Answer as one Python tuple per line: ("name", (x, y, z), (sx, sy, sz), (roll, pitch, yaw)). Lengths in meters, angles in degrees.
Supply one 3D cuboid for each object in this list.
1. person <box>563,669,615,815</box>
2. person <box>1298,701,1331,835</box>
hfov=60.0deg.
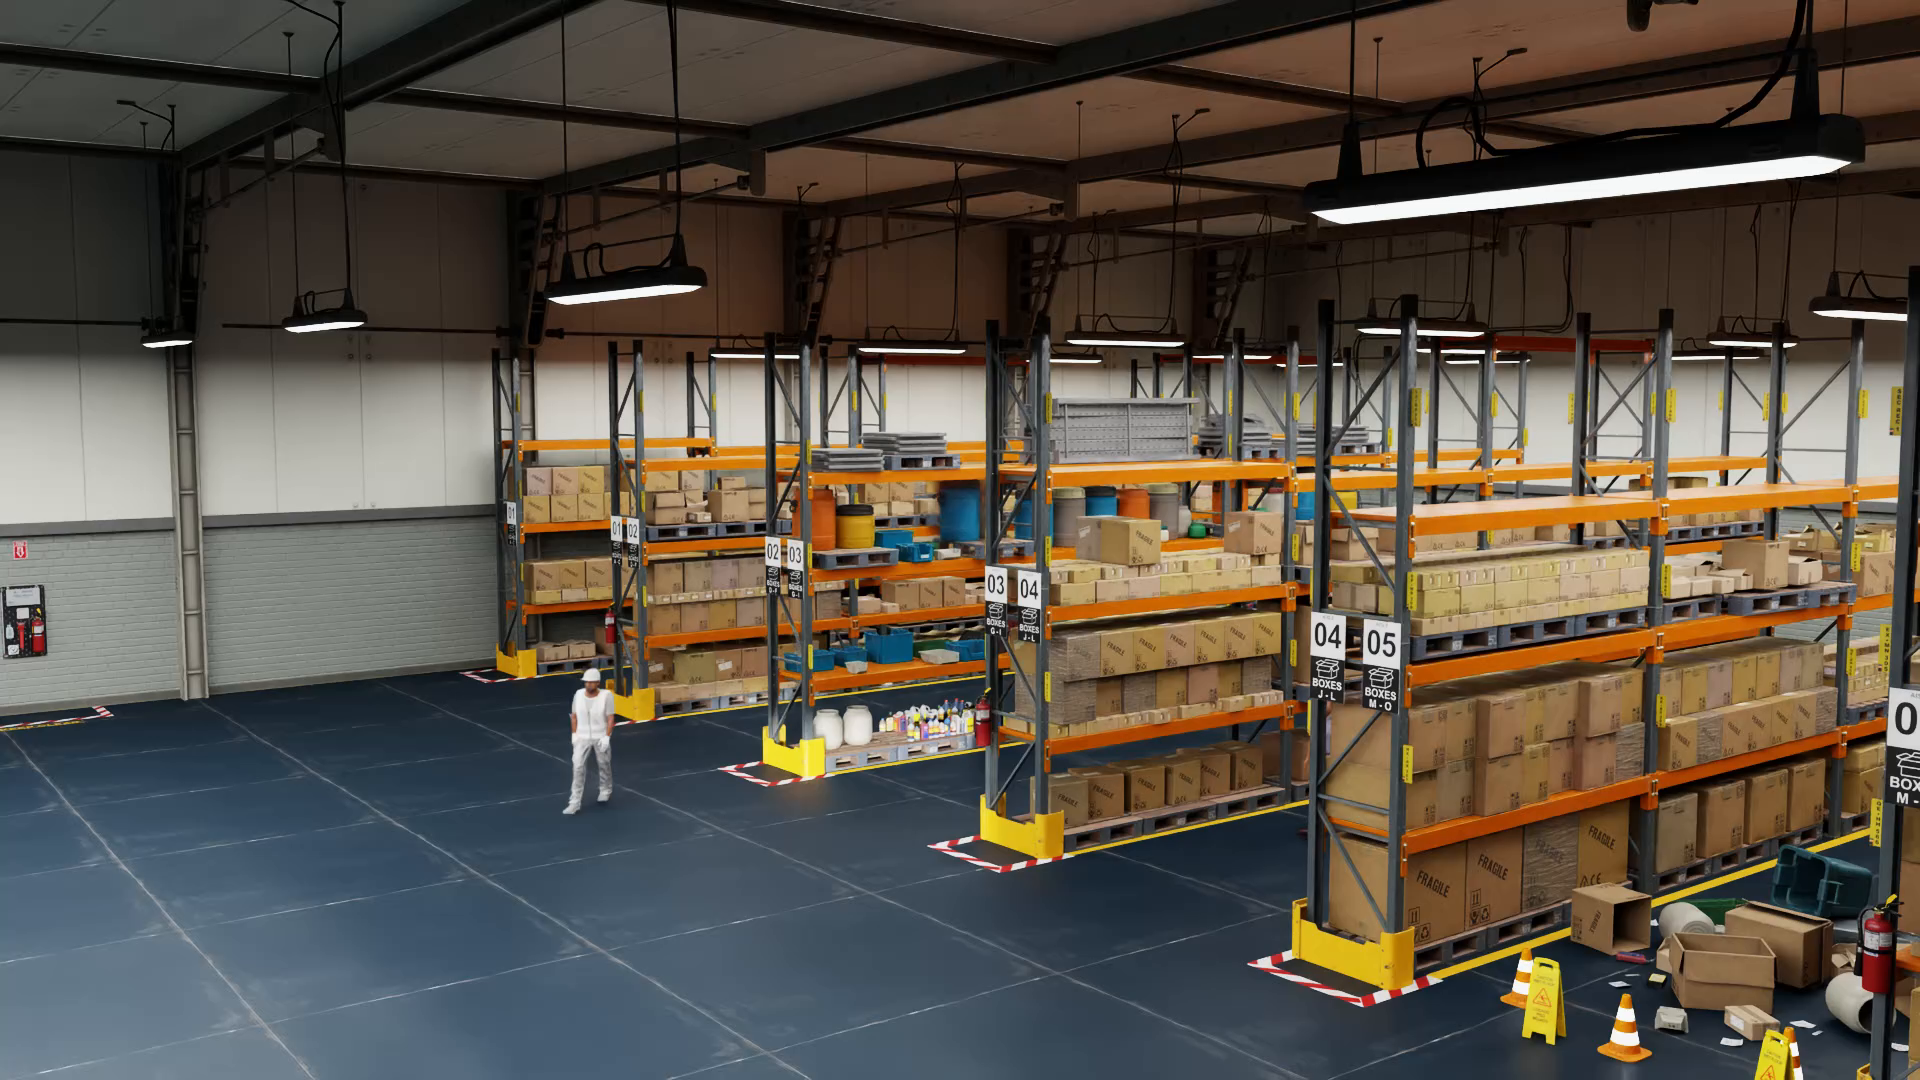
("person", (-4.574, 2.457, 20.643), (0.574, 1.736, 0.936), (0, 5, 0))
("person", (4.277, 2.619, 19.600), (0.923, 1.605, 0.512), (-2, 5, -24))
